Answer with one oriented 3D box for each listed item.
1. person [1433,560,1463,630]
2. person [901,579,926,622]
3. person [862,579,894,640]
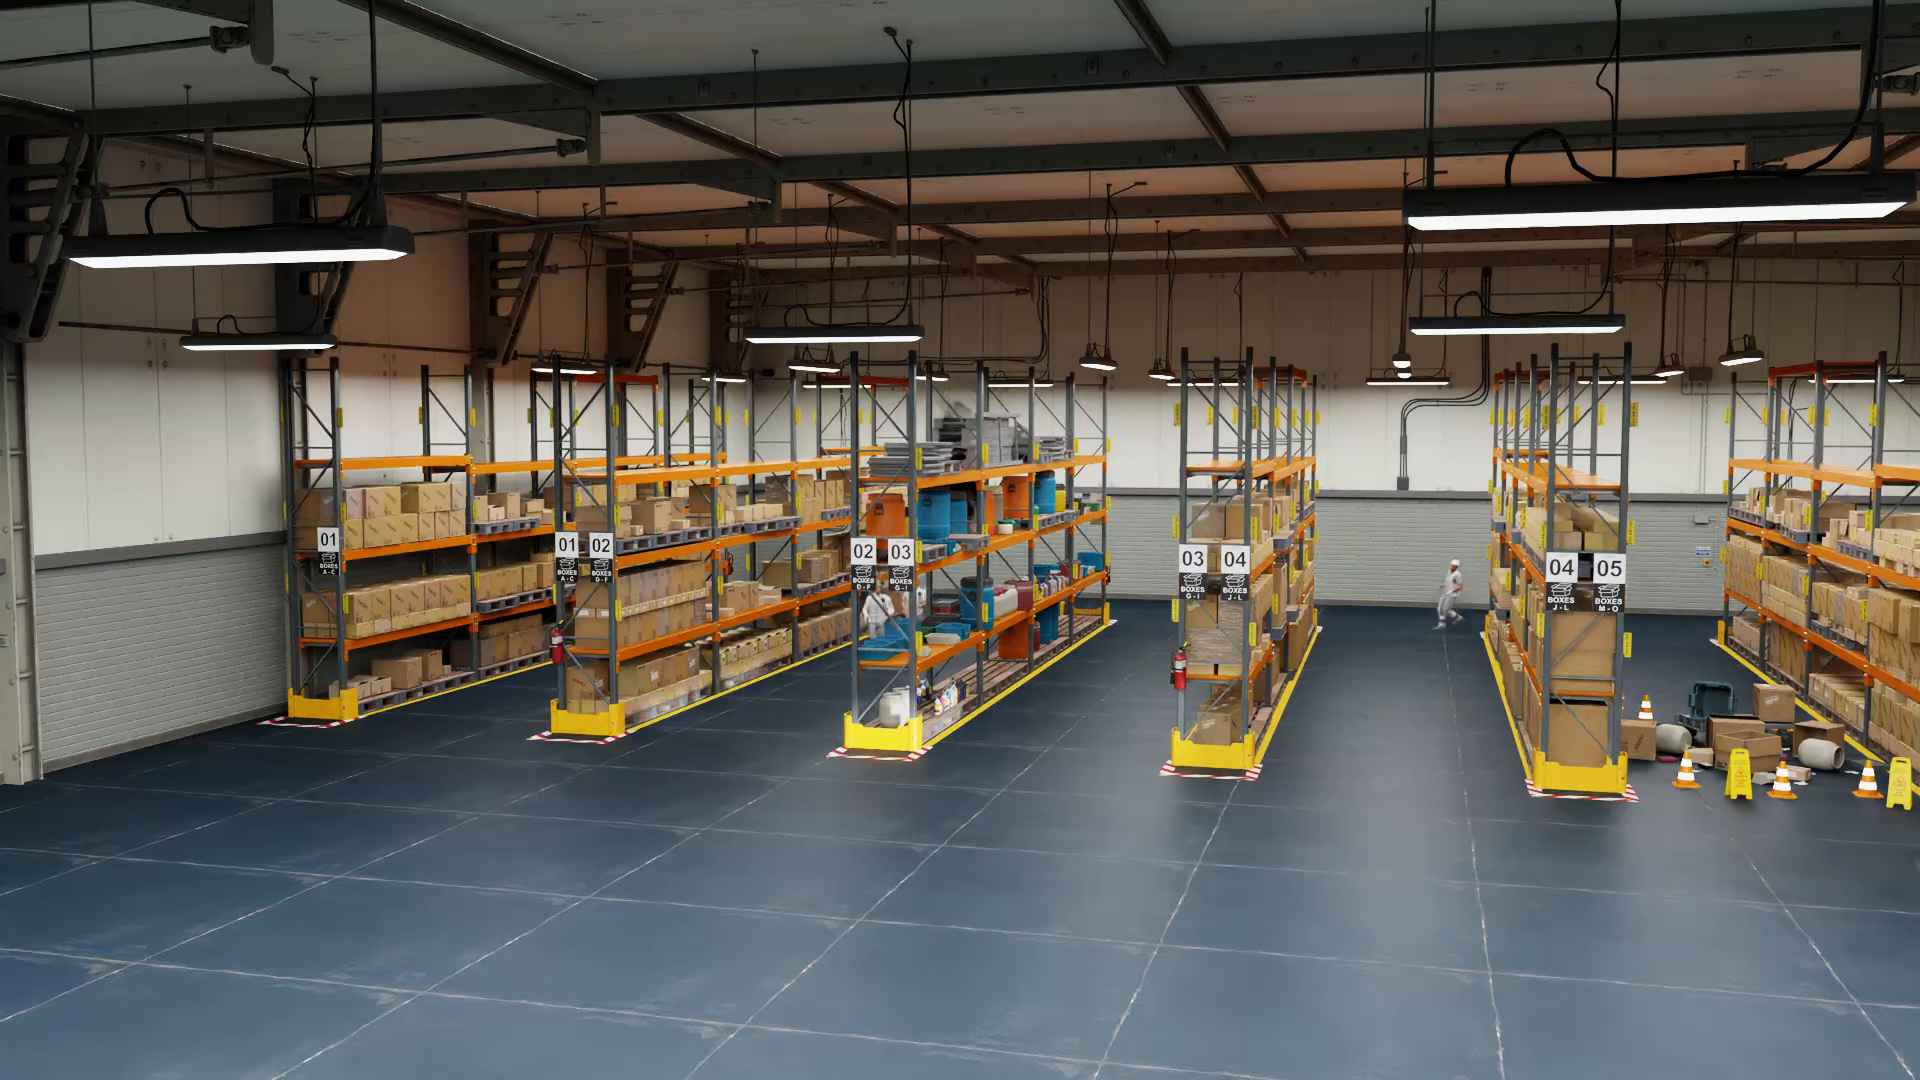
[{"bbox_3d":[11.595,1.295,39.109,0.681,1.708,0.729,-1,4,-9],"label":"person"},{"bbox_3d":[-0.963,1.597,35.276,0.620,1.632,0.762,0,4,5],"label":"person"},{"bbox_3d":[-1.564,1.572,31.473,0.614,1.659,0.505,0,4,6],"label":"person"}]
